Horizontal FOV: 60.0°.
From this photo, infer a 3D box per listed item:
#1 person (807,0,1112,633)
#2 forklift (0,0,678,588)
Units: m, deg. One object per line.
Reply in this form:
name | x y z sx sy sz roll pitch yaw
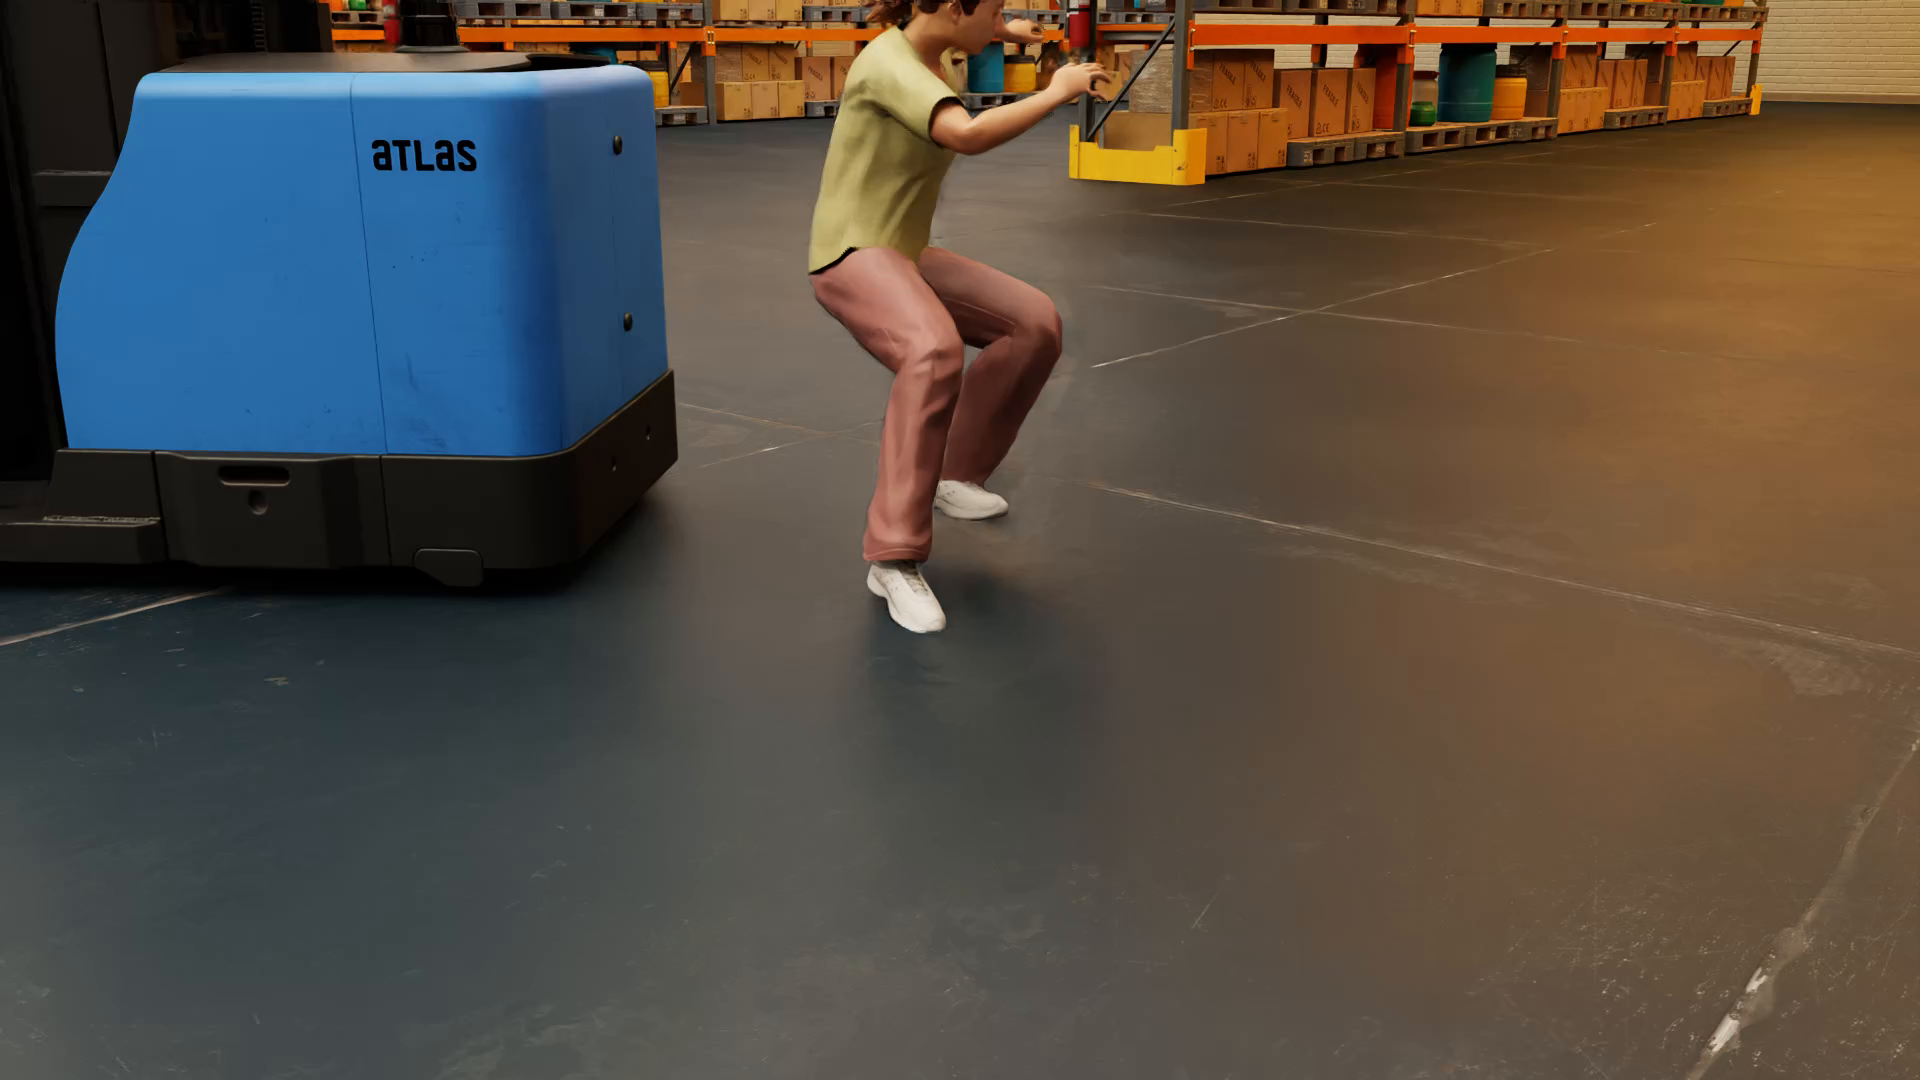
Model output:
person | 0.017 -0.676 3.835 0.681 1.383 1.454 6 18 18
forklift | -2.289 -1.455 3.690 3.031 2.935 1.130 1 17 4
